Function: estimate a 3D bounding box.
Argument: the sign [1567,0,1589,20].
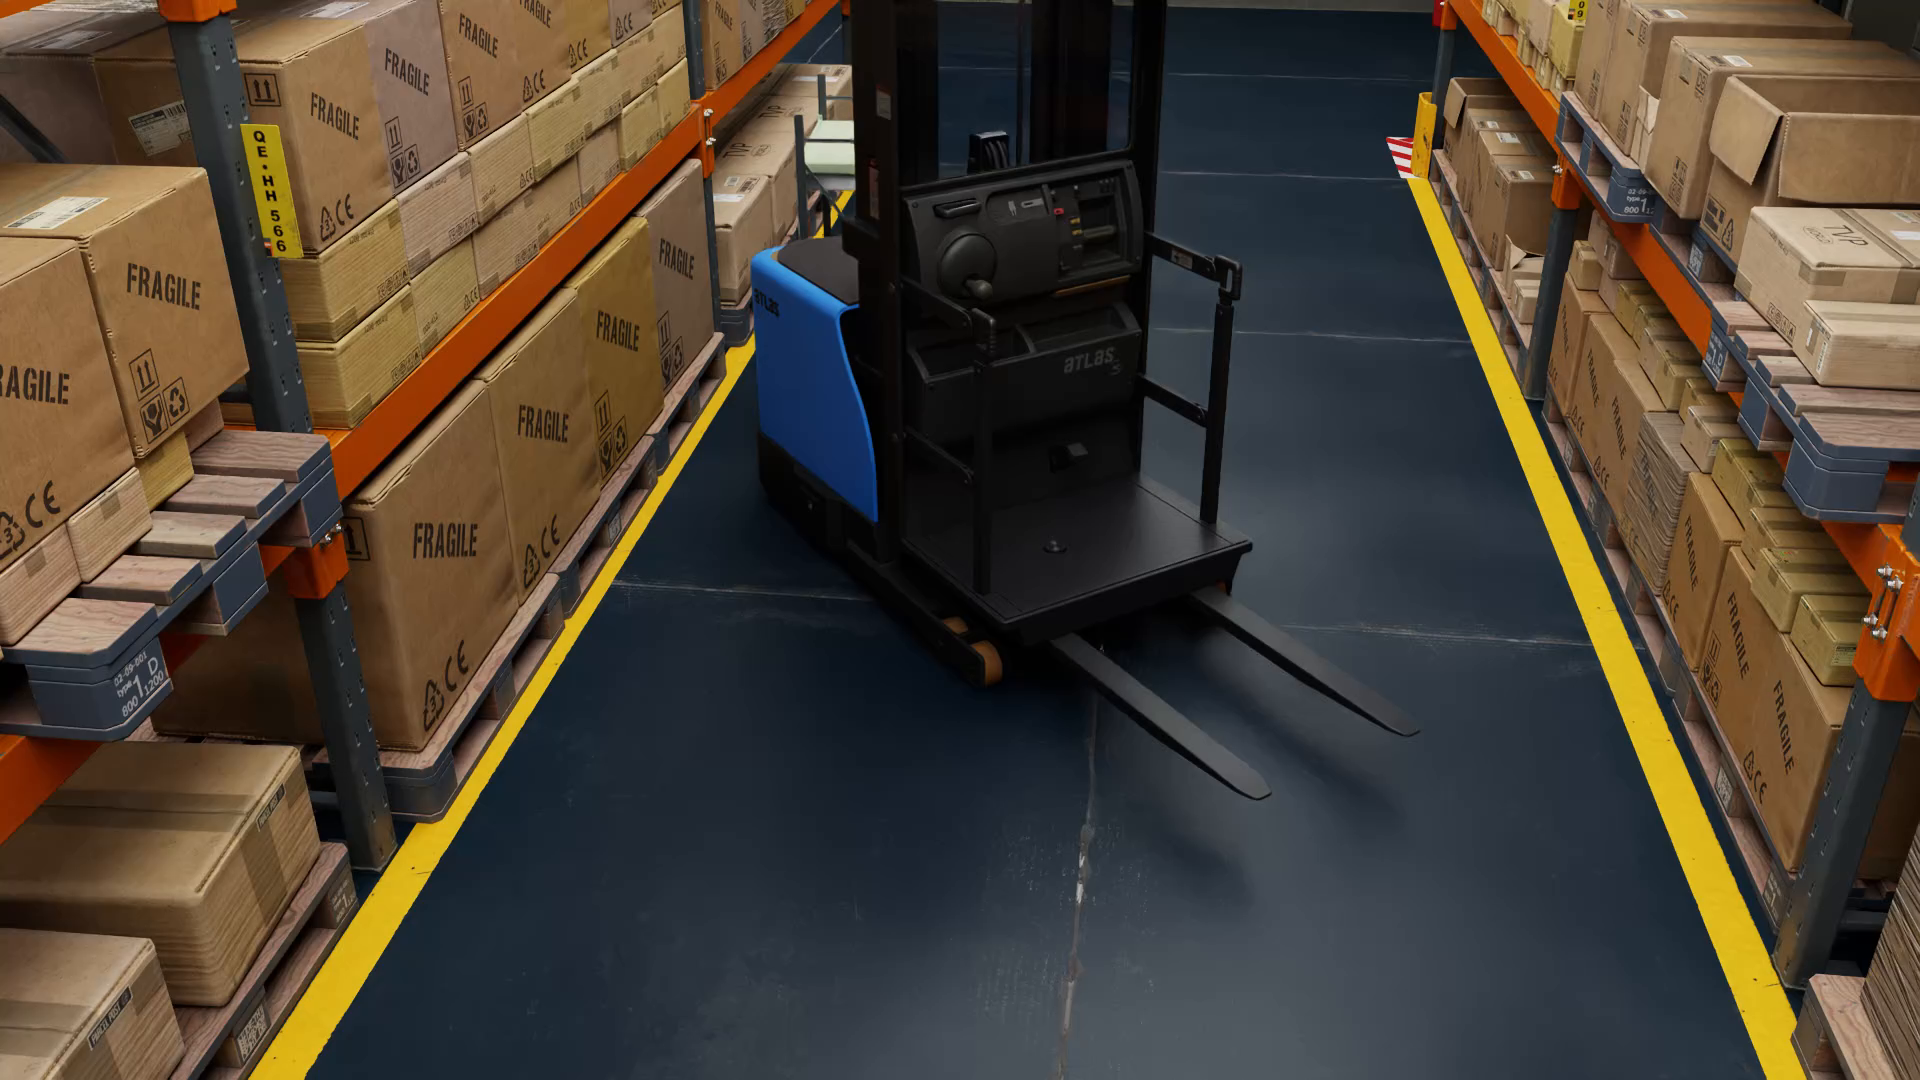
[{"bbox_3d":[2.679,-2.394,7.119,0.100,0.325,0.005,3,28,6],"label":"sign"}]

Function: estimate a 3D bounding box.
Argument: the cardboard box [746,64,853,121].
[{"bbox_3d":[-1.200,-2.895,11.220,0.875,0.438,0.875,2,28,4],"label":"cardboard box"}]

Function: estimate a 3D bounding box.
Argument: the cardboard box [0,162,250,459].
[{"bbox_3d":[-1.978,-0.519,3.689,0.500,0.500,0.500,3,28,5],"label":"cardboard box"}]

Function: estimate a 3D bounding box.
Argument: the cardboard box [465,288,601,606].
[{"bbox_3d":[-1.918,-0.379,6.087,0.875,0.875,0.875,4,29,7],"label":"cardboard box"}]

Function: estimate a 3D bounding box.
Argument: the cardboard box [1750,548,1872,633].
[{"bbox_3d":[2.540,0.150,4.818,0.380,0.149,0.250,2,28,4],"label":"cardboard box"}]

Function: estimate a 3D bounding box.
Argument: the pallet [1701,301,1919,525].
[{"bbox_3d":[2.742,-0.341,4.423,1.213,0.211,1.003,3,28,6],"label":"pallet"}]

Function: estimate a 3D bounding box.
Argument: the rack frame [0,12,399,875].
[{"bbox_3d":[-2.198,-0.389,4.310,1.000,3.000,0.127,3,28,6],"label":"rack frame"}]

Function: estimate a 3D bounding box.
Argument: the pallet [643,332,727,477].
[{"bbox_3d":[-1.728,-0.677,7.784,1.003,0.211,1.213,3,28,6],"label":"pallet"}]

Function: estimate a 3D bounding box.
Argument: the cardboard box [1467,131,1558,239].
[{"bbox_3d":[3.232,-2.027,9.543,0.500,0.500,0.500,4,29,7],"label":"cardboard box"}]

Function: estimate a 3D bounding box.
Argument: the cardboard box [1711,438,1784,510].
[{"bbox_3d":[2.724,-0.210,5.487,0.380,0.149,0.250,3,28,5],"label":"cardboard box"}]

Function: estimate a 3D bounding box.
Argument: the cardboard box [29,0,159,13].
[{"bbox_3d":[-2.340,-1.374,4.978,0.500,0.500,0.500,4,29,7],"label":"cardboard box"}]

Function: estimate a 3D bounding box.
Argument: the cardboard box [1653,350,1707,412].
[{"bbox_3d":[2.813,-0.584,6.179,0.380,0.149,0.250,4,29,8],"label":"cardboard box"}]

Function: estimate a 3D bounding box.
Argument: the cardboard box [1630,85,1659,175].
[{"bbox_3d":[2.668,-1.479,6.032,0.396,0.266,0.258,5,29,9],"label":"cardboard box"}]

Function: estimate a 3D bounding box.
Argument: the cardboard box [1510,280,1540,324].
[{"bbox_3d":[2.995,-1.194,8.367,0.380,0.149,0.250,3,28,5],"label":"cardboard box"}]

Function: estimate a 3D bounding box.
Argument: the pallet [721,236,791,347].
[{"bbox_3d":[-1.537,-1.398,9.122,1.003,0.211,1.213,3,28,6],"label":"pallet"}]

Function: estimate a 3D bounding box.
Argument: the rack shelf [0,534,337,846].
[{"bbox_3d":[-2.443,0.869,2.733,1.077,0.370,4.000,3,28,6],"label":"rack shelf"}]

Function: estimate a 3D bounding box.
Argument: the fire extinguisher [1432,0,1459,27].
[{"bbox_3d":[3.268,-3.766,11.053,0.296,0.674,0.183,3,28,6],"label":"fire extinguisher"}]

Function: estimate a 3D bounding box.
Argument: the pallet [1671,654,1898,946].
[{"bbox_3d":[2.857,0.776,5.087,1.003,0.211,1.213,3,28,6],"label":"pallet"}]

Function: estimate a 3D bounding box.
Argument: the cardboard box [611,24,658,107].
[{"bbox_3d":[-1.575,-1.969,6.873,0.500,0.250,0.500,4,29,7],"label":"cardboard box"}]

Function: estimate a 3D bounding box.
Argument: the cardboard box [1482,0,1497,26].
[{"bbox_3d":[3.189,-3.015,9.449,0.380,0.149,0.250,3,28,5],"label":"cardboard box"}]

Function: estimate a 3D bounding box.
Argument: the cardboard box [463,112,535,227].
[{"bbox_3d":[-1.753,-1.244,5.528,0.500,0.250,0.500,3,28,6],"label":"cardboard box"}]

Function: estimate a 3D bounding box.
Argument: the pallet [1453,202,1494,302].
[{"bbox_3d":[3.451,-1.657,9.603,1.003,0.211,1.213,3,28,6],"label":"pallet"}]

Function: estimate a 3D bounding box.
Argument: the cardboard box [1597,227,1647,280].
[{"bbox_3d":[2.926,-1.208,7.024,0.380,0.149,0.250,2,28,4],"label":"cardboard box"}]

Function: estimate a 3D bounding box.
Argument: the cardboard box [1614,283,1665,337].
[{"bbox_3d":[2.933,-0.946,6.851,0.380,0.149,0.250,2,28,4],"label":"cardboard box"}]

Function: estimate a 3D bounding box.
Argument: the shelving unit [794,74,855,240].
[{"bbox_3d":[-0.460,-1.252,7.492,0.431,1.500,0.755,1,28,3],"label":"shelving unit"}]

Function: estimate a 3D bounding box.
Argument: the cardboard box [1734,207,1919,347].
[{"bbox_3d":[2.536,-0.737,4.670,0.500,0.250,0.500,2,28,4],"label":"cardboard box"}]

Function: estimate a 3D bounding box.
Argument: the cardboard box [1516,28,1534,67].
[{"bbox_3d":[3.088,-2.531,8.550,0.380,0.149,0.250,3,28,5],"label":"cardboard box"}]

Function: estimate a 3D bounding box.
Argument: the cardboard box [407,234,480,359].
[{"bbox_3d":[-1.843,-0.782,5.196,0.500,0.250,0.500,3,28,5],"label":"cardboard box"}]

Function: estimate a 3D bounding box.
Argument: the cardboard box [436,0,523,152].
[{"bbox_3d":[-1.765,-1.568,5.338,0.500,0.500,0.500,4,29,8],"label":"cardboard box"}]

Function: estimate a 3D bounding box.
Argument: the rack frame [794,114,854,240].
[{"bbox_3d":[-0.480,-1.078,7.170,0.400,1.500,0.023,1,28,3],"label":"rack frame"}]

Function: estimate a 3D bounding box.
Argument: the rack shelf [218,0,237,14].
[{"bbox_3d":[-1.953,-2.334,5.516,1.077,0.370,4.000,3,28,6],"label":"rack shelf"}]

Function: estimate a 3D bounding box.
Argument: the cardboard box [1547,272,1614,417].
[{"bbox_3d":[2.936,-0.855,7.367,0.500,0.500,0.500,5,29,8],"label":"cardboard box"}]

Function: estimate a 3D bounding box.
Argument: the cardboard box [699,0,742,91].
[{"bbox_3d":[-1.391,-2.522,8.163,0.500,0.500,0.500,4,29,8],"label":"cardboard box"}]

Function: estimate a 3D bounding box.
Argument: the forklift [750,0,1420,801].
[{"bbox_3d":[0.352,-1.027,5.565,1.130,2.935,3.031,-16,32,-28],"label":"forklift"}]

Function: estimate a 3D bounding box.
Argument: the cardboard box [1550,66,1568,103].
[{"bbox_3d":[3.017,-2.163,7.868,0.380,0.149,0.250,4,29,8],"label":"cardboard box"}]

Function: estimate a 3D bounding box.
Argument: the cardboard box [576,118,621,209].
[{"bbox_3d":[-1.657,-1.504,6.537,0.500,0.250,0.500,3,28,5],"label":"cardboard box"}]

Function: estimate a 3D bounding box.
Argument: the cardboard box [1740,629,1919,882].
[{"bbox_3d":[2.567,0.602,4.663,0.500,0.500,0.500,4,29,8],"label":"cardboard box"}]

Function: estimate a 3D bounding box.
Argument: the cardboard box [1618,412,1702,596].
[{"bbox_3d":[2.745,-0.125,6.013,0.500,0.500,0.500,2,28,4],"label":"cardboard box"}]

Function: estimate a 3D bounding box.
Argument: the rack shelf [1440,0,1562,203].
[{"bbox_3d":[3.464,-2.610,9.191,1.077,0.370,4.000,3,28,6],"label":"rack shelf"}]

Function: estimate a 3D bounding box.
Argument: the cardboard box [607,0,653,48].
[{"bbox_3d":[-1.570,-2.287,6.673,0.500,0.500,0.500,4,29,7],"label":"cardboard box"}]

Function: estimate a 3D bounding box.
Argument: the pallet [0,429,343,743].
[{"bbox_3d":[-2.180,0.037,3.721,1.213,0.211,1.003,3,28,6],"label":"pallet"}]

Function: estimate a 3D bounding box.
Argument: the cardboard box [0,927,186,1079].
[{"bbox_3d":[-2.360,1.196,3.695,0.950,0.372,0.625,3,28,5],"label":"cardboard box"}]

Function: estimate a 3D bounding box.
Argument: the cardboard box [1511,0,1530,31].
[{"bbox_3d":[3.160,-2.775,8.582,0.500,0.250,0.500,3,28,6],"label":"cardboard box"}]

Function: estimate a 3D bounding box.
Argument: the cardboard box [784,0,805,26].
[{"bbox_3d":[-1.195,-3.235,9.486,0.500,0.500,0.500,4,29,8],"label":"cardboard box"}]

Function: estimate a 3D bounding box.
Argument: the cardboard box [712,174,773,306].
[{"bbox_3d":[-1.525,-1.618,8.850,0.875,0.438,0.875,3,28,5],"label":"cardboard box"}]

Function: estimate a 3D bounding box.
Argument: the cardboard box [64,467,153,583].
[{"bbox_3d":[-1.952,-0.044,3.491,0.380,0.149,0.250,3,28,6],"label":"cardboard box"}]

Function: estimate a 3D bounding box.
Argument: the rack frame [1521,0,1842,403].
[{"bbox_3d":[3.219,-1.985,7.272,1.000,3.000,0.127,3,28,6],"label":"rack frame"}]
